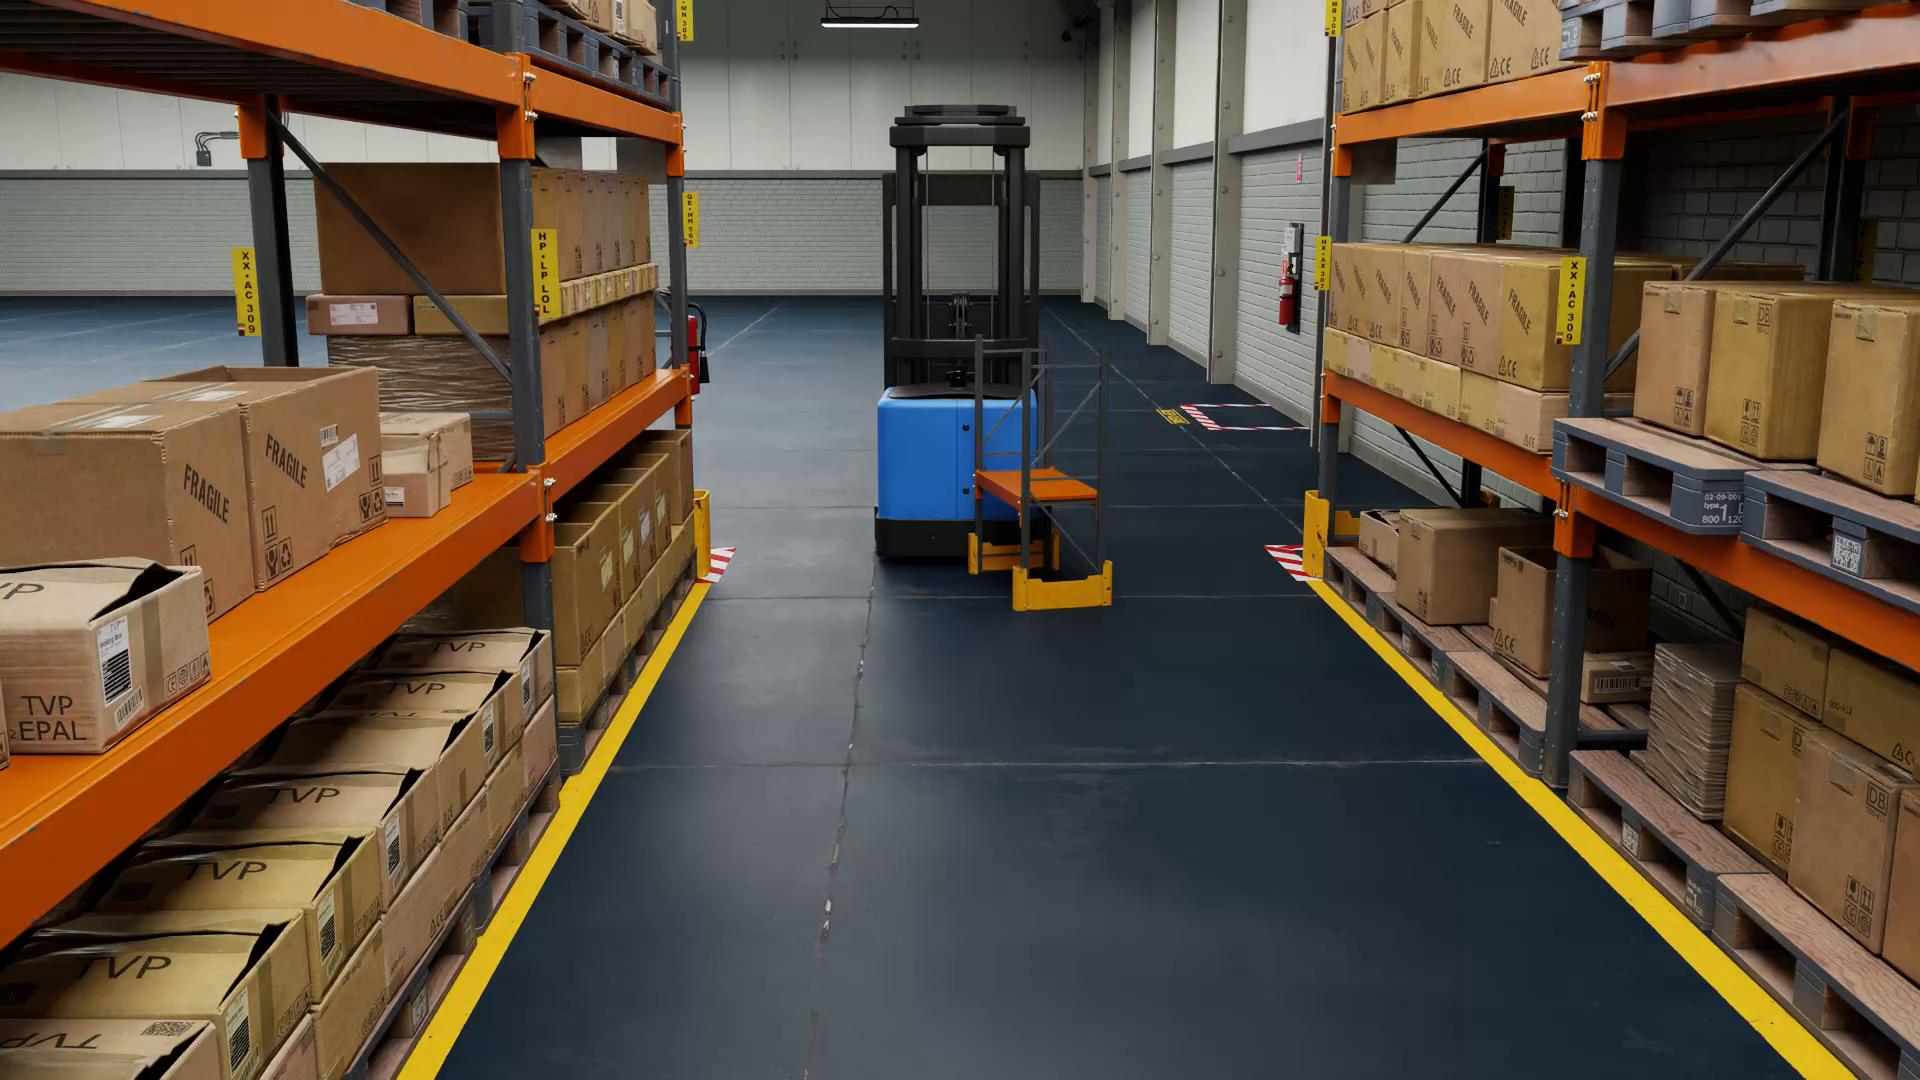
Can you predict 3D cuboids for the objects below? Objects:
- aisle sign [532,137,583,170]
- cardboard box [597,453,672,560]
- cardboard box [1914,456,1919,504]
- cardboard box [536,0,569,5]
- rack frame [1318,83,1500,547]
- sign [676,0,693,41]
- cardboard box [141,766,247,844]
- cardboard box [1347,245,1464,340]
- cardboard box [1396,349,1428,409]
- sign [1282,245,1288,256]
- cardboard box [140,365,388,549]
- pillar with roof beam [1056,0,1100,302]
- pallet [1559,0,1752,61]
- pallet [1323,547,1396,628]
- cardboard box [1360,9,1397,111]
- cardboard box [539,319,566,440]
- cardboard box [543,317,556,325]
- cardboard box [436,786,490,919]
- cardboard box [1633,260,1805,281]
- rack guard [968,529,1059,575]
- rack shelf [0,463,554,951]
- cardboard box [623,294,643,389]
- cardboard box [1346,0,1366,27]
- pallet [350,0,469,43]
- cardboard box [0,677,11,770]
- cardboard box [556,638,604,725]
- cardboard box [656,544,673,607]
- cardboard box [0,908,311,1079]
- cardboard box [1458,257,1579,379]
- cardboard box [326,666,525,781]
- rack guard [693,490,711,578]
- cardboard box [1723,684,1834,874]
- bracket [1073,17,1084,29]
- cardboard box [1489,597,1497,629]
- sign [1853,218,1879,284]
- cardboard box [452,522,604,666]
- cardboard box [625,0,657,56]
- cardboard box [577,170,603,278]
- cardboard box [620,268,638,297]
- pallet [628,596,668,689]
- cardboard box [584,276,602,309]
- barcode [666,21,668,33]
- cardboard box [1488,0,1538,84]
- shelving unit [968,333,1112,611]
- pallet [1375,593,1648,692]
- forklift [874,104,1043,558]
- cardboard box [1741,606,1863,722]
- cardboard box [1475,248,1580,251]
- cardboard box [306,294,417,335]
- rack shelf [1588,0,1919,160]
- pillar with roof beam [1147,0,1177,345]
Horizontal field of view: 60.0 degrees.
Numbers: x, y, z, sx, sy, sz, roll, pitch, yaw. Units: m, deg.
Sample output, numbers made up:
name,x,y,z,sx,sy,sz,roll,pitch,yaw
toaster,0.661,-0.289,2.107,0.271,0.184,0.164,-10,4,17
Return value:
name,x,y,z,sx,sy,sz,roll,pitch,yaw
aisle sign,-2.484,-2.544,10.018,0.394,0.787,0.004,0,11,-1
cardboard box,-1.832,-0.180,8.876,0.500,0.500,0.500,0,11,-1
cardboard box,2.874,-0.295,4.110,0.700,0.500,0.500,0,11,-1
cardboard box,-1.840,-2.358,6.434,0.500,0.500,0.500,1,11,4
rack frame,2.777,-1.280,10.322,1.000,3.000,0.127,0,11,-1
sign,-1.633,-3.123,9.837,0.100,0.325,0.005,0,11,-1
cardboard box,-2.301,0.792,4.558,0.500,0.311,0.500,0,11,0
cardboard box,2.486,-1.389,9.302,0.500,0.500,0.500,0,11,-1
cardboard box,2.507,-0.813,8.347,0.500,0.250,0.500,0,11,-1
sign,3.602,-3.215,18.438,0.001,0.109,0.331,0,11,-1
cardboard box,-2.083,-0.255,5.020,0.500,0.500,0.500,1,11,3
pillar with roof beam,-1.268,-10.030,38.365,9.100,9.000,0.548,0,11,-1
pallet,2.766,-1.739,5.516,1.213,0.211,1.003,0,11,-1
pallet,2.760,0.264,9.728,1.003,0.211,1.213,0,11,-1
cardboard box,2.509,-2.634,9.152,0.500,0.500,0.500,1,11,3
cardboard box,-2.126,-0.705,7.240,0.700,0.500,0.500,0,11,-2
cardboard box,-1.918,-0.986,6.990,0.380,0.149,0.250,-1,11,-3
cardboard box,-1.775,0.962,5.133,0.500,0.250,0.500,0,11,0
cardboard box,3.058,-0.883,6.806,0.500,0.500,0.500,-1,11,-2
rack guard,0.343,0.073,10.568,0.587,0.250,0.087,-3,12,-14
rack shelf,-2.052,0.287,4.410,1.077,0.370,4.000,0,11,-1
cardboard box,-2.163,-1.110,9.236,0.700,0.500,0.500,0,11,0
cardboard box,2.542,-3.221,9.530,0.500,0.500,0.500,-1,12,-5
pallet,-2.062,-1.664,5.155,0.805,0.209,1.217,-1,11,-3
cardboard box,-1.974,0.303,2.745,0.500,0.311,0.500,0,11,2
cardboard box,-1.800,0.585,6.991,0.500,0.250,0.500,0,11,-1
cardboard box,-1.835,0.187,8.951,0.500,0.250,0.500,0,11,-1
cardboard box,-1.747,0.989,3.589,0.500,0.311,0.500,-1,11,-3
cardboard box,2.524,-0.980,7.287,0.500,0.500,0.500,0,11,-1
cardboard box,-1.781,0.586,5.574,0.500,0.311,0.500,0,11,0
rack guard,-2.176,-0.038,10.490,1.175,0.500,0.348,0,11,-1
cardboard box,2.952,0.774,5.381,0.700,0.500,0.500,0,11,-2
bracket,2.690,-11.728,37.680,0.235,0.232,0.430,0,11,-1
cardboard box,2.846,0.379,8.210,0.380,0.149,0.250,-1,12,-6
sign,3.414,-1.055,6.302,0.100,0.325,0.005,0,11,-1
cardboard box,-1.790,0.217,6.916,0.500,0.500,0.500,0,11,-1
cardboard box,-1.889,-2.702,8.756,0.500,0.250,0.500,0,11,-1
cardboard box,-2.140,-1.536,8.070,0.700,0.500,0.500,0,11,-1
cardboard box,-1.962,-1.397,9.019,0.380,0.149,0.250,0,11,0
pallet,-2.096,0.502,8.554,1.003,0.211,1.213,0,11,-1
cardboard box,-1.941,-1.192,8.009,0.380,0.149,0.250,0,11,-2
barcode,-1.687,-2.955,9.576,0.001,0.075,0.075,0,11,-1
cardboard box,2.604,-2.213,7.078,0.500,0.500,0.500,-1,12,-6
shelving unit,0.469,-0.443,9.972,0.587,1.500,1.083,-3,12,-14
pallet,2.782,0.506,8.536,1.003,0.211,1.213,0,11,-1
forklift,0.014,-1.561,11.882,1.130,2.935,3.031,0,11,1
cardboard box,2.904,0.391,5.381,0.500,0.250,0.500,0,11,-2
cardboard box,3.014,-1.288,8.803,0.500,0.500,0.500,-1,11,-3
cardboard box,-2.313,-0.883,6.486,0.380,0.149,0.250,0,11,-1
rack shelf,2.901,-1.204,4.216,1.077,0.370,4.000,0,11,-1
pillar with roof beam,-1.020,-7.644,26.607,9.100,9.000,0.400,0,11,-1
